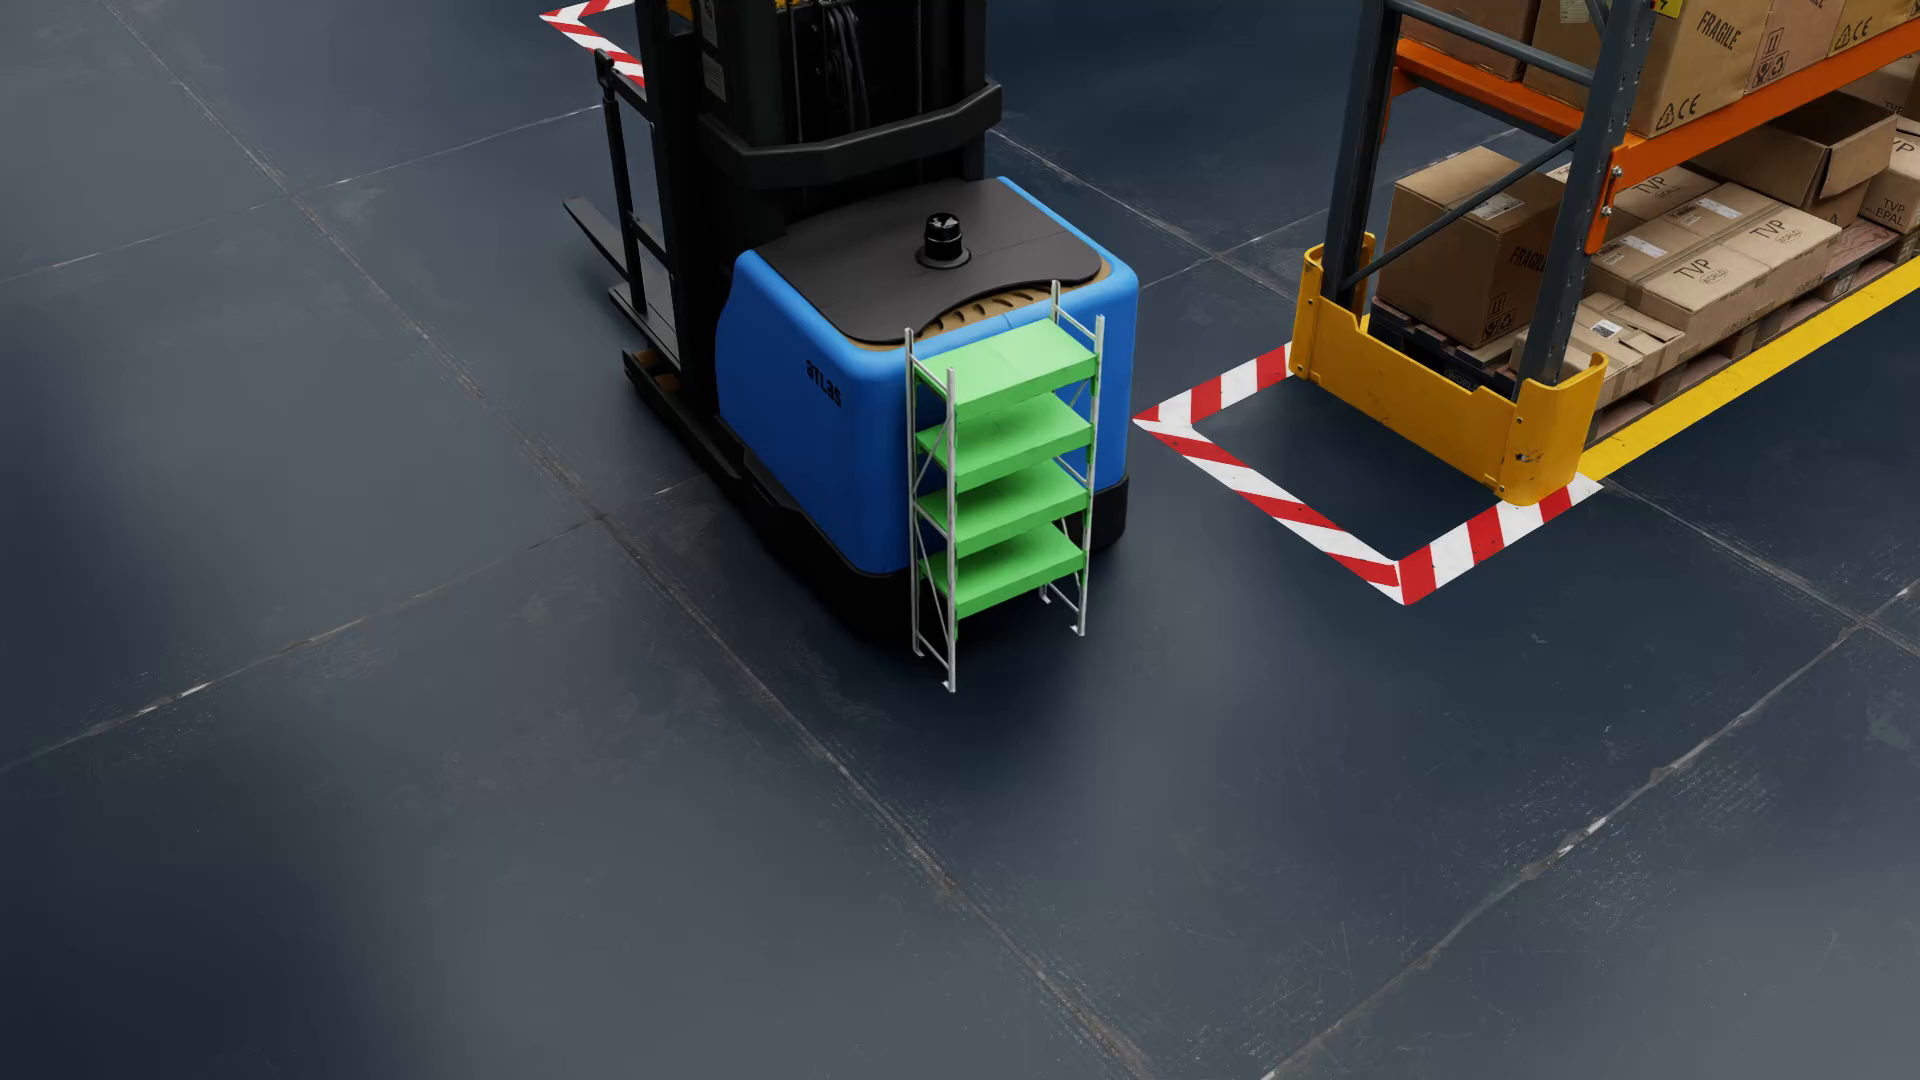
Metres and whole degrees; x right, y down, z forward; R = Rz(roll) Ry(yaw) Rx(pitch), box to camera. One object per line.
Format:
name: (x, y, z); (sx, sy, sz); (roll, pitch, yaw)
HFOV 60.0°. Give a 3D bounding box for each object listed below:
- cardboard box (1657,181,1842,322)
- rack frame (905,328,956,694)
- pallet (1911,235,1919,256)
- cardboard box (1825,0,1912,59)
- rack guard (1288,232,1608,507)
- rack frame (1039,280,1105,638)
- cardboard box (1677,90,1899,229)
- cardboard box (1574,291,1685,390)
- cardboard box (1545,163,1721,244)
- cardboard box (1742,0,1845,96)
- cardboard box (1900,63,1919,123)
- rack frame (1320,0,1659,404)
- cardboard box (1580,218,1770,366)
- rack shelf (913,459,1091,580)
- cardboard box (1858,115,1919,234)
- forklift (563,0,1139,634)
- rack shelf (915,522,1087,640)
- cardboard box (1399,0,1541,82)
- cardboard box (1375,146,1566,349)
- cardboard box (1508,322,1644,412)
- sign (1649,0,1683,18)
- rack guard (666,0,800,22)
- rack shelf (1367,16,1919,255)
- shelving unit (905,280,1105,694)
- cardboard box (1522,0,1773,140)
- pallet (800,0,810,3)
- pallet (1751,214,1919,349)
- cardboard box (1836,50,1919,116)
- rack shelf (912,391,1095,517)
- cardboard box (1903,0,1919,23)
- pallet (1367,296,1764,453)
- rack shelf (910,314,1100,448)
cardboard box: (3.102, -1.153, 6.612); (0.500, 0.250, 0.500); (-26, 46, -28)
rack frame: (-0.083, -0.052, 4.868); (0.015, 1.200, 0.240); (-22, 44, -24)
pallet: (4.332, -1.795, 7.772); (1.213, 0.211, 1.003); (-26, 46, -28)
cardboard box: (3.023, -2.065, 5.823); (0.500, 0.500, 0.500); (-26, 46, -28)
rack guard: (1.766, -0.655, 6.155); (0.348, 0.500, 1.175); (-26, 46, -28)
rack frame: (0.332, -0.216, 5.067); (0.015, 1.200, 0.240); (-22, 44, -24)
cardboard box: (3.390, -1.615, 6.975); (0.637, 0.503, 0.797); (-26, 46, -28)
cardboard box: (2.445, -0.753, 6.190); (0.250, 0.166, 0.380); (-26, 46, -28)
cardboard box: (2.758, -1.386, 6.895); (0.500, 0.250, 0.500); (-26, 46, -28)
cardboard box: (2.624, -1.872, 5.588); (0.500, 0.500, 0.500); (-26, 46, -28)
cardboard box: (4.598, -1.979, 7.422); (0.500, 0.500, 0.500); (-26, 46, -28)
rack frame: (1.705, -1.592, 5.326); (0.127, 3.000, 1.000); (-26, 46, -28)
cardboard box: (2.706, -0.960, 6.377); (0.500, 0.250, 0.500); (-26, 46, -28)
rack shelf: (0.124, -0.085, 5.008); (0.480, 0.148, 0.258); (-22, 44, -24)
cardboard box: (4.003, -1.616, 7.128); (0.500, 0.311, 0.500); (-26, 46, -28)
forklift: (-0.640, -1.743, 5.564); (1.130, 2.935, 3.031); (-22, 44, -24)
rack shelf: (0.124, 0.101, 5.160); (0.480, 0.148, 0.258); (-22, 44, -24)
cardboard box: (1.895, -1.941, 5.672); (0.500, 0.500, 0.500); (-25, 45, -27)
cardboard box: (1.986, -1.130, 6.387); (0.500, 0.500, 0.500); (-26, 46, -28)
cardboard box: (2.247, -0.649, 6.077); (0.250, 0.149, 0.380); (-26, 46, -28)
sign: (2.036, -1.654, 4.719); (0.005, 0.325, 0.100); (-26, 46, -28)
rack guard: (-1.321, -3.103, 9.138); (0.348, 0.500, 1.175); (-26, 46, -28)
rack shelf: (3.291, -2.087, 6.497); (4.000, 0.370, 1.077); (-26, 46, -28)
shelving unit: (0.125, -0.134, 4.967); (0.503, 1.200, 0.258); (-22, 44, -24)
cardboard box: (2.218, -1.670, 5.342); (0.500, 0.500, 0.500); (-25, 46, -27)
pallet: (-0.633, -3.306, 9.614); (1.213, 0.211, 1.003); (-26, 46, -28)
pallet: (3.364, -1.321, 7.194); (1.213, 0.211, 1.003); (-26, 46, -28)
cardboard box: (4.412, -2.215, 7.859); (0.500, 0.311, 0.500); (-26, 46, -28)
rack shelf: (0.125, -0.270, 4.855); (0.480, 0.148, 0.258); (-22, 44, -24)
cardboard box: (3.421, -2.257, 6.057); (0.500, 0.500, 0.500); (-25, 46, -28)
pallet: (2.397, -0.852, 6.623); (1.213, 0.211, 1.003); (-26, 46, -28)
rack shelf: (0.125, -0.456, 4.703); (0.480, 0.148, 0.258); (-22, 44, -24)
